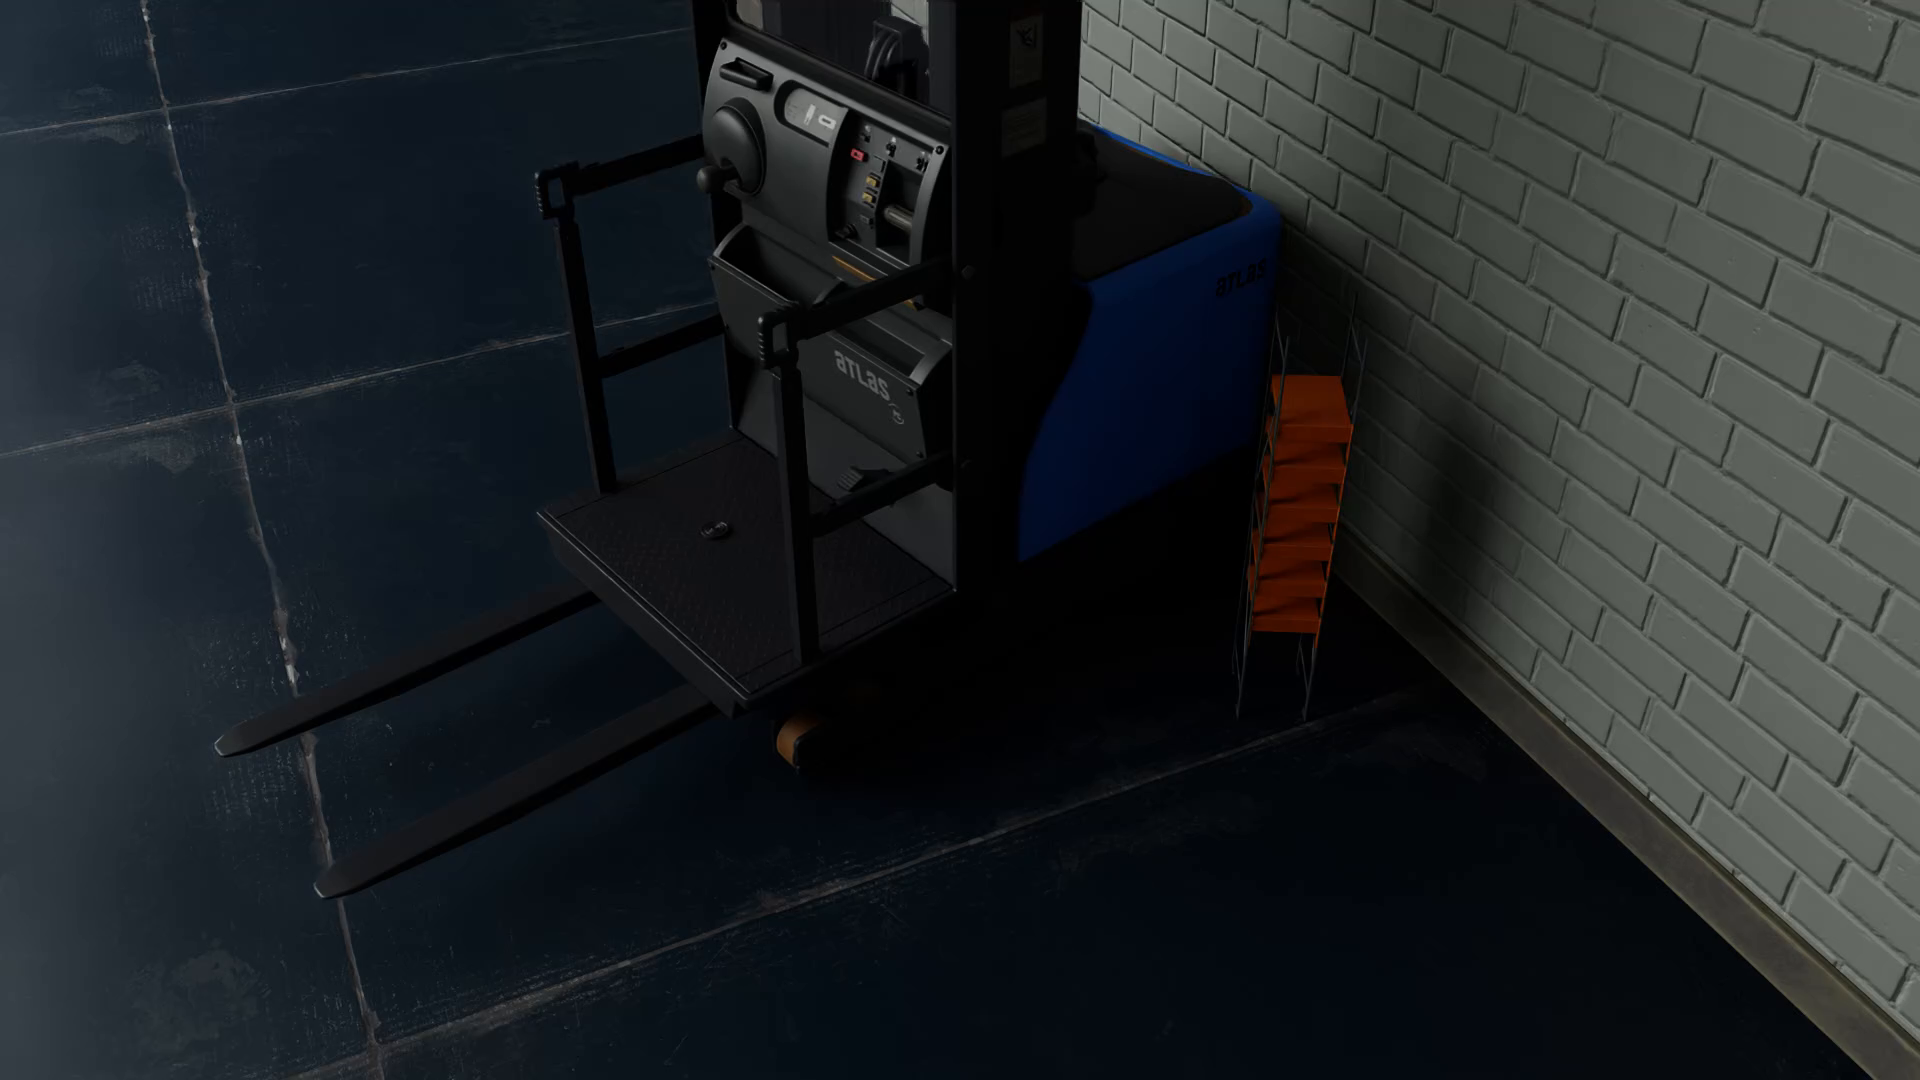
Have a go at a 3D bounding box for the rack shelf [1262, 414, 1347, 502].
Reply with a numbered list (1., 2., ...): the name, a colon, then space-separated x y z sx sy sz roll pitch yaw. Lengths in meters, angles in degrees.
1. rack shelf: 0.866 -0.213 4.202 0.180 0.103 0.258 2 37 3

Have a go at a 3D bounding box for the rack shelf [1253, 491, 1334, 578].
1. rack shelf: 0.866 -0.021 4.345 0.180 0.103 0.258 2 37 3

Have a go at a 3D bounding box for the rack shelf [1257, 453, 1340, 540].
1. rack shelf: 0.866 -0.117 4.274 0.180 0.103 0.258 2 37 3

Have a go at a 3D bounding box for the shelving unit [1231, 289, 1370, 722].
1. shelving unit: 0.866 -0.056 4.319 0.189 1.200 0.258 2 37 3

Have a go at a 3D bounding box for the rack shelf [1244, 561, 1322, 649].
1. rack shelf: 0.866 0.172 4.488 0.180 0.103 0.258 2 37 3

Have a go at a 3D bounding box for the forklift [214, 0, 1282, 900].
1. forklift: -0.511 -0.918 4.027 3.031 2.935 1.130 -27 44 -31

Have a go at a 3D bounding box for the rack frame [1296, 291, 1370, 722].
1. rack frame: 0.957 -0.053 4.314 0.006 1.200 0.240 2 37 3

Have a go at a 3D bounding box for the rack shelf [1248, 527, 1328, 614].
1. rack shelf: 0.866 0.076 4.417 0.180 0.103 0.258 2 37 3

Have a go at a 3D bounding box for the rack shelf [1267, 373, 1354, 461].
1. rack shelf: 0.866 -0.310 4.131 0.180 0.103 0.258 2 37 3

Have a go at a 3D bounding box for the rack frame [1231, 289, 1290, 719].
1. rack frame: 0.774 -0.060 4.324 0.006 1.200 0.240 2 37 3
